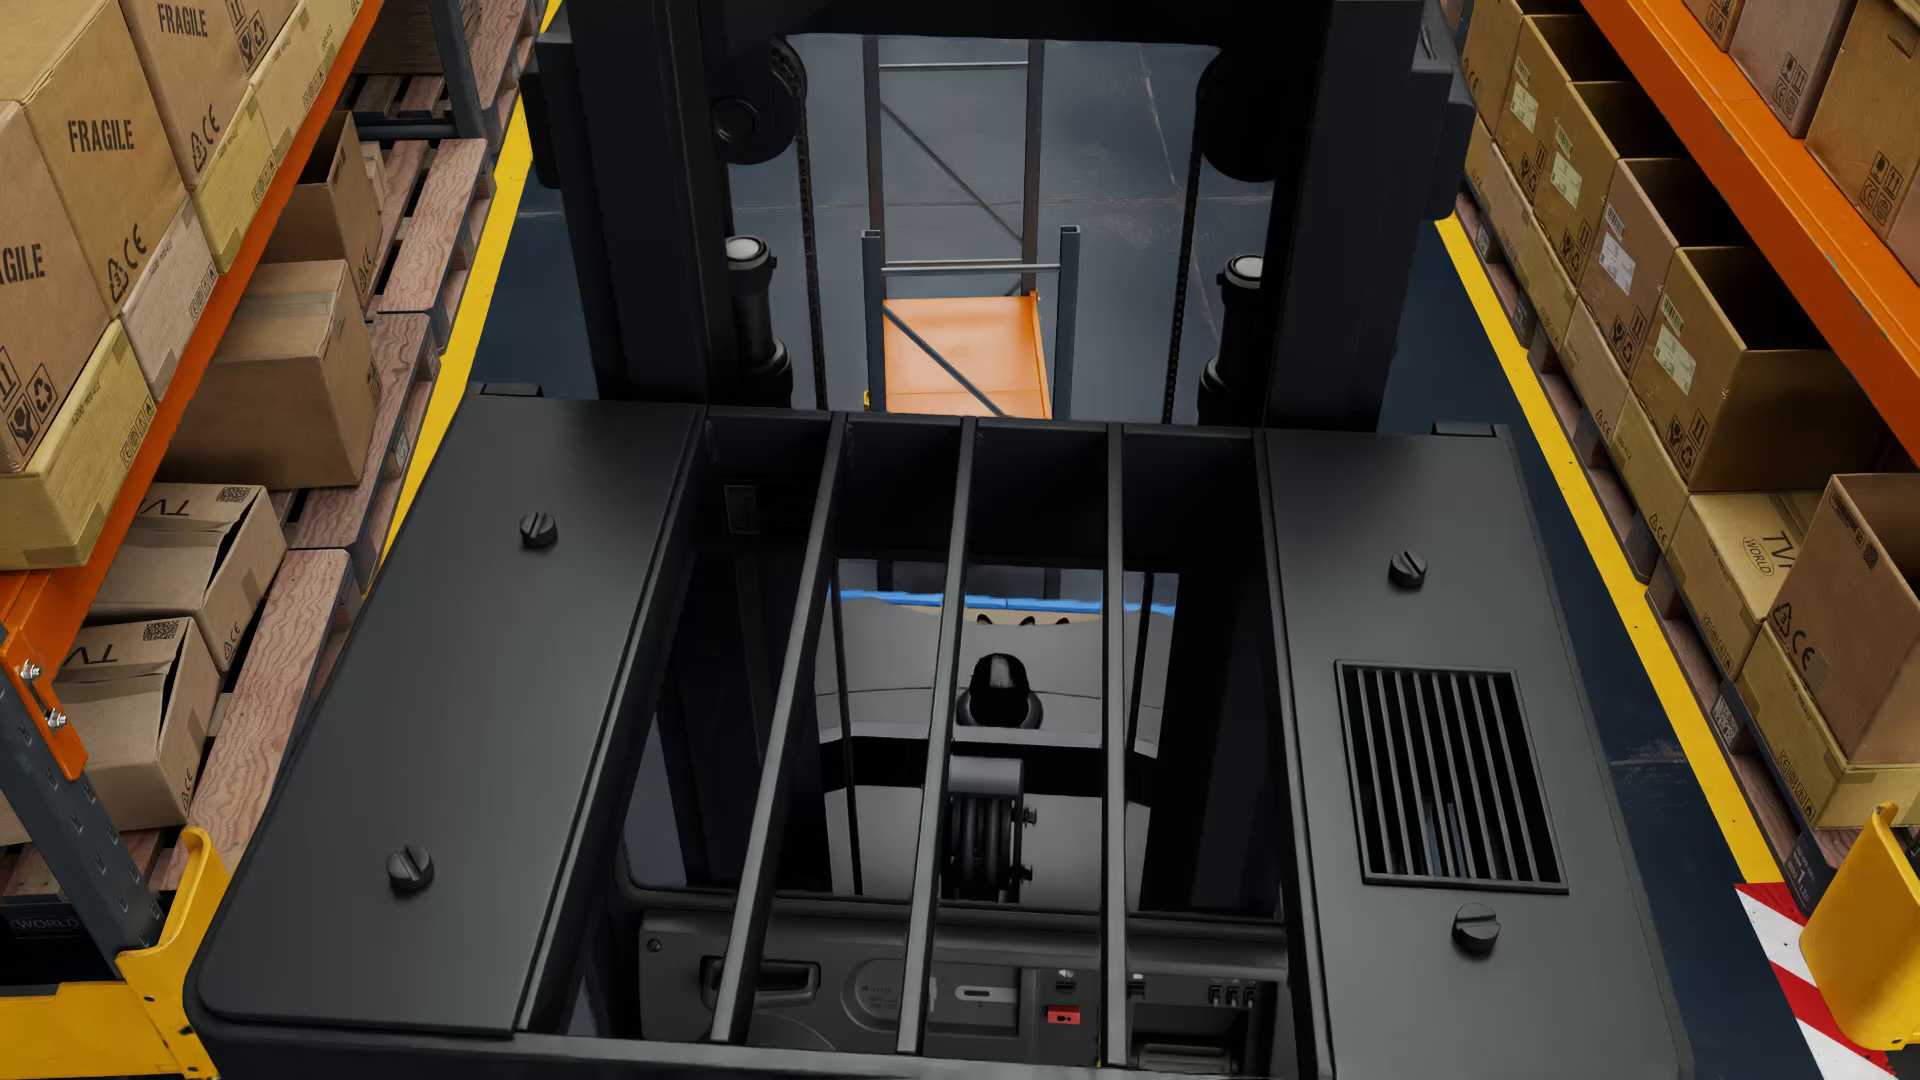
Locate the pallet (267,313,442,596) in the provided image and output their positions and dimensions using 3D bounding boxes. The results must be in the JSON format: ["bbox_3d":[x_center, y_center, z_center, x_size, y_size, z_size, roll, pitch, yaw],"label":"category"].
[{"bbox_3d":[-2.321,-0.296,5.417,1.003,0.211,1.213,-2,43,-2],"label":"pallet"}]

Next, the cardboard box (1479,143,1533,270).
[{"bbox_3d":[2.242,-1.228,6.094,0.500,0.250,0.500,-2,43,-2],"label":"cardboard box"}]

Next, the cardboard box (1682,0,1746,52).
[{"bbox_3d":[2.580,-1.789,4.908,0.700,0.500,0.500,-1,43,-1],"label":"cardboard box"}]

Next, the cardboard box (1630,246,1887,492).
[{"bbox_3d":[2.302,-0.492,4.736,0.500,0.500,0.500,-2,43,-2],"label":"cardboard box"}]

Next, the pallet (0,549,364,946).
[{"bbox_3d":[-2.273,0.526,4.520,1.003,0.211,1.213,-2,43,-2],"label":"pallet"}]

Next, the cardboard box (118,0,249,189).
[{"bbox_3d":[-2.017,-1.144,3.819,0.500,0.500,0.500,-3,43,-3],"label":"cardboard box"}]

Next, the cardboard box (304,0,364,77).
[{"bbox_3d":[-2.067,-1.567,4.836,0.500,0.250,0.500,-2,43,-2],"label":"cardboard box"}]

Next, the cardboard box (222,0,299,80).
[{"bbox_3d":[-2.051,-1.492,4.199,0.500,0.500,0.500,0,43,0],"label":"cardboard box"}]

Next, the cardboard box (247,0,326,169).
[{"bbox_3d":[-2.045,-1.228,4.466,0.500,0.250,0.500,-1,43,-1],"label":"cardboard box"}]

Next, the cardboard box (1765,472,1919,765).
[{"bbox_3d":[2.359,0.183,4.000,0.500,0.500,0.500,-2,43,-2],"label":"cardboard box"}]

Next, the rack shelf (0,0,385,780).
[{"bbox_3d":[-2.355,-0.987,4.639,1.077,0.370,4.000,-2,43,-2],"label":"rack shelf"}]

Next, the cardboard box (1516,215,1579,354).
[{"bbox_3d":[2.258,-0.891,5.726,0.500,0.250,0.500,-2,43,-2],"label":"cardboard box"}]

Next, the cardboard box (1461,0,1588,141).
[{"bbox_3d":[2.216,-1.842,6.209,0.500,0.500,0.500,-2,43,-2],"label":"cardboard box"}]

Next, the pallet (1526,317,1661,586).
[{"bbox_3d":[2.556,-0.355,5.481,1.003,0.211,1.213,-2,43,-2],"label":"pallet"}]

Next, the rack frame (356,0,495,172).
[{"bbox_3d":[-2.440,-2.602,5.869,1.000,3.000,0.127,-2,43,-2],"label":"rack frame"}]

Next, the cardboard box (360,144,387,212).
[{"bbox_3d":[-2.387,-1.359,6.284,0.380,0.166,0.250,-7,43,-7],"label":"cardboard box"}]

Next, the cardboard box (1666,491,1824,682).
[{"bbox_3d":[2.328,0.122,4.621,0.500,0.250,0.500,-2,43,-2],"label":"cardboard box"}]

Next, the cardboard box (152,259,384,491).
[{"bbox_3d":[-2.215,-0.493,5.093,0.700,0.500,0.500,-4,43,-4],"label":"cardboard box"}]

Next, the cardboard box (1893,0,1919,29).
[{"bbox_3d":[2.429,-1.271,3.863,0.380,0.149,0.250,0,43,0],"label":"cardboard box"}]

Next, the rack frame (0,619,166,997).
[{"bbox_3d":[-2.270,0.098,2.923,1.000,3.000,0.127,-2,43,-2],"label":"rack frame"}]

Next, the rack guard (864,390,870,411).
[{"bbox_3d":[-0.018,-0.377,5.476,0.587,0.250,0.087,-2,43,-2],"label":"rack guard"}]

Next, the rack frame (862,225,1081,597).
[{"bbox_3d":[0.025,-0.152,4.306,0.500,1.500,0.032,-2,43,-2],"label":"rack frame"}]

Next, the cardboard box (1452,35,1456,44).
[{"bbox_3d":[2.202,-2.159,7.110,0.500,0.250,0.500,-2,43,-2],"label":"cardboard box"}]

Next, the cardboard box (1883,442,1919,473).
[{"bbox_3d":[2.855,-0.170,4.384,0.500,0.500,0.500,-2,43,-2],"label":"cardboard box"}]

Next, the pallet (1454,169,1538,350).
[{"bbox_3d":[2.501,-1.181,6.382,1.003,0.211,1.213,-2,43,-2],"label":"pallet"}]

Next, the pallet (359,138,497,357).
[{"bbox_3d":[-2.376,-1.122,6.317,1.003,0.211,1.213,-2,43,-2],"label":"pallet"}]

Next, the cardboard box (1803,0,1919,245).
[{"bbox_3d":[2.629,-1.088,4.143,0.700,0.500,0.500,-1,43,-2],"label":"cardboard box"}]

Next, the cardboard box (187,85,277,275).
[{"bbox_3d":[-2.026,-0.886,4.093,0.500,0.250,0.500,-2,43,-2],"label":"cardboard box"}]

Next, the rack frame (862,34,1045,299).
[{"bbox_3d":[-0.018,-0.838,5.055,0.500,1.500,0.032,-2,43,-2],"label":"rack frame"}]

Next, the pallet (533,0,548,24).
[{"bbox_3d":[-2.529,-2.925,8.285,1.003,0.211,1.213,-2,43,-2],"label":"pallet"}]

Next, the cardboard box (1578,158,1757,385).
[{"bbox_3d":[2.282,-0.830,5.104,0.500,0.500,0.500,-2,43,-2],"label":"cardboard box"}]

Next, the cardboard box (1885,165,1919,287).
[{"bbox_3d":[2.645,-0.753,3.778,0.700,0.500,0.500,-1,43,-1],"label":"cardboard box"}]

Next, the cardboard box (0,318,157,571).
[{"bbox_3d":[-1.974,-0.192,3.336,0.500,0.250,0.500,-3,43,-3],"label":"cardboard box"}]

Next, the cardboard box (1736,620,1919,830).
[{"bbox_3d":[2.361,0.459,4.253,0.500,0.250,0.500,-2,43,-2],"label":"cardboard box"}]

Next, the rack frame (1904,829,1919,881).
[{"bbox_3d":[2.679,-0.046,3.080,1.000,3.000,0.127,-2,43,-2],"label":"rack frame"}]

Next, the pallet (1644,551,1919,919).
[{"bbox_3d":[2.605,0.467,4.585,1.003,0.211,1.213,-2,43,-2],"label":"pallet"}]

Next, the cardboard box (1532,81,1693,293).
[{"bbox_3d":[2.258,-1.167,5.472,0.500,0.500,0.500,-2,43,-2],"label":"cardboard box"}]

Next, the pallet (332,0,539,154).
[{"bbox_3d":[-2.475,-2.100,7.384,1.003,0.211,1.213,-2,43,-2],"label":"pallet"}]

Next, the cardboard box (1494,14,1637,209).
[{"bbox_3d":[2.245,-1.505,5.841,0.500,0.500,0.500,-2,43,-2],"label":"cardboard box"}]

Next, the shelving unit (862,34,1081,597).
[{"bbox_3d":[0.003,-0.501,4.687,0.587,1.500,1.083,-2,43,-2],"label":"shelving unit"}]

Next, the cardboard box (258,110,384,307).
[{"bbox_3d":[-2.356,-1.143,5.802,0.500,0.500,0.500,-5,43,-5],"label":"cardboard box"}]

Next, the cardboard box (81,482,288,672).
[{"bbox_3d":[-2.234,0.073,4.615,0.500,0.311,0.500,2,43,2],"label":"cardboard box"}]

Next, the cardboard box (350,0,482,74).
[{"bbox_3d":[-2.488,-2.339,7.106,0.700,0.500,0.500,0,43,0],"label":"cardboard box"}]

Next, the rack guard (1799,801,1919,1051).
[{"bbox_3d":[2.680,0.891,3.907,1.175,0.500,0.348,-2,43,-2],"label":"rack guard"}]

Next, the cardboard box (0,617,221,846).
[{"bbox_3d":[-2.210,0.458,4.195,0.500,0.311,0.500,-6,43,-7],"label":"cardboard box"}]

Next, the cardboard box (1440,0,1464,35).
[{"bbox_3d":[2.205,-2.360,6.914,0.500,0.311,0.500,-2,43,-2],"label":"cardboard box"}]

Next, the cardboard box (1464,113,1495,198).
[{"bbox_3d":[2.226,-1.566,6.463,0.500,0.250,0.500,-2,43,-2],"label":"cardboard box"}]

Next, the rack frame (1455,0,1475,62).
[{"bbox_3d":[2.509,-2.747,6.027,1.000,3.000,0.127,-2,43,-2],"label":"rack frame"}]

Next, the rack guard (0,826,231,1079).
[{"bbox_3d":[-2.273,0.969,3.823,1.175,0.500,0.348,-2,43,-2],"label":"rack guard"}]

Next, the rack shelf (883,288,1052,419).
[{"bbox_3d":[0.004,-0.363,4.802,0.538,0.185,1.000,-2,43,-2],"label":"rack shelf"}]

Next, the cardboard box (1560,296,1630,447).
[{"bbox_3d":[2.285,-0.553,5.358,0.500,0.250,0.500,-2,43,-2],"label":"cardboard box"}]

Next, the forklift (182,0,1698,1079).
[{"bbox_3d":[0.002,0.820,2.186,1.130,2.935,3.031,3,43,3],"label":"forklift"}]

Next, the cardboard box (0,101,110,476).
[{"bbox_3d":[-1.990,-0.461,3.074,0.500,0.500,0.500,-2,43,-2],"label":"cardboard box"}]

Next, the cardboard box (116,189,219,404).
[{"bbox_3d":[-2.010,-0.542,3.718,0.500,0.250,0.500,-3,43,-3],"label":"cardboard box"}]

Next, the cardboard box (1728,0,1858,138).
[{"bbox_3d":[2.603,-1.444,4.531,0.700,0.500,0.500,0,43,-1],"label":"cardboard box"}]

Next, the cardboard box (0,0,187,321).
[{"bbox_3d":[-2.001,-0.795,3.439,0.500,0.500,0.500,-2,43,-2],"label":"cardboard box"}]

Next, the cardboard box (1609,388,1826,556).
[{"bbox_3d":[2.305,-0.216,4.989,0.500,0.250,0.500,-2,43,-2],"label":"cardboard box"}]

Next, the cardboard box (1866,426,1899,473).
[{"bbox_3d":[2.821,-0.507,4.752,0.500,0.500,0.500,-2,43,-2],"label":"cardboard box"}]
